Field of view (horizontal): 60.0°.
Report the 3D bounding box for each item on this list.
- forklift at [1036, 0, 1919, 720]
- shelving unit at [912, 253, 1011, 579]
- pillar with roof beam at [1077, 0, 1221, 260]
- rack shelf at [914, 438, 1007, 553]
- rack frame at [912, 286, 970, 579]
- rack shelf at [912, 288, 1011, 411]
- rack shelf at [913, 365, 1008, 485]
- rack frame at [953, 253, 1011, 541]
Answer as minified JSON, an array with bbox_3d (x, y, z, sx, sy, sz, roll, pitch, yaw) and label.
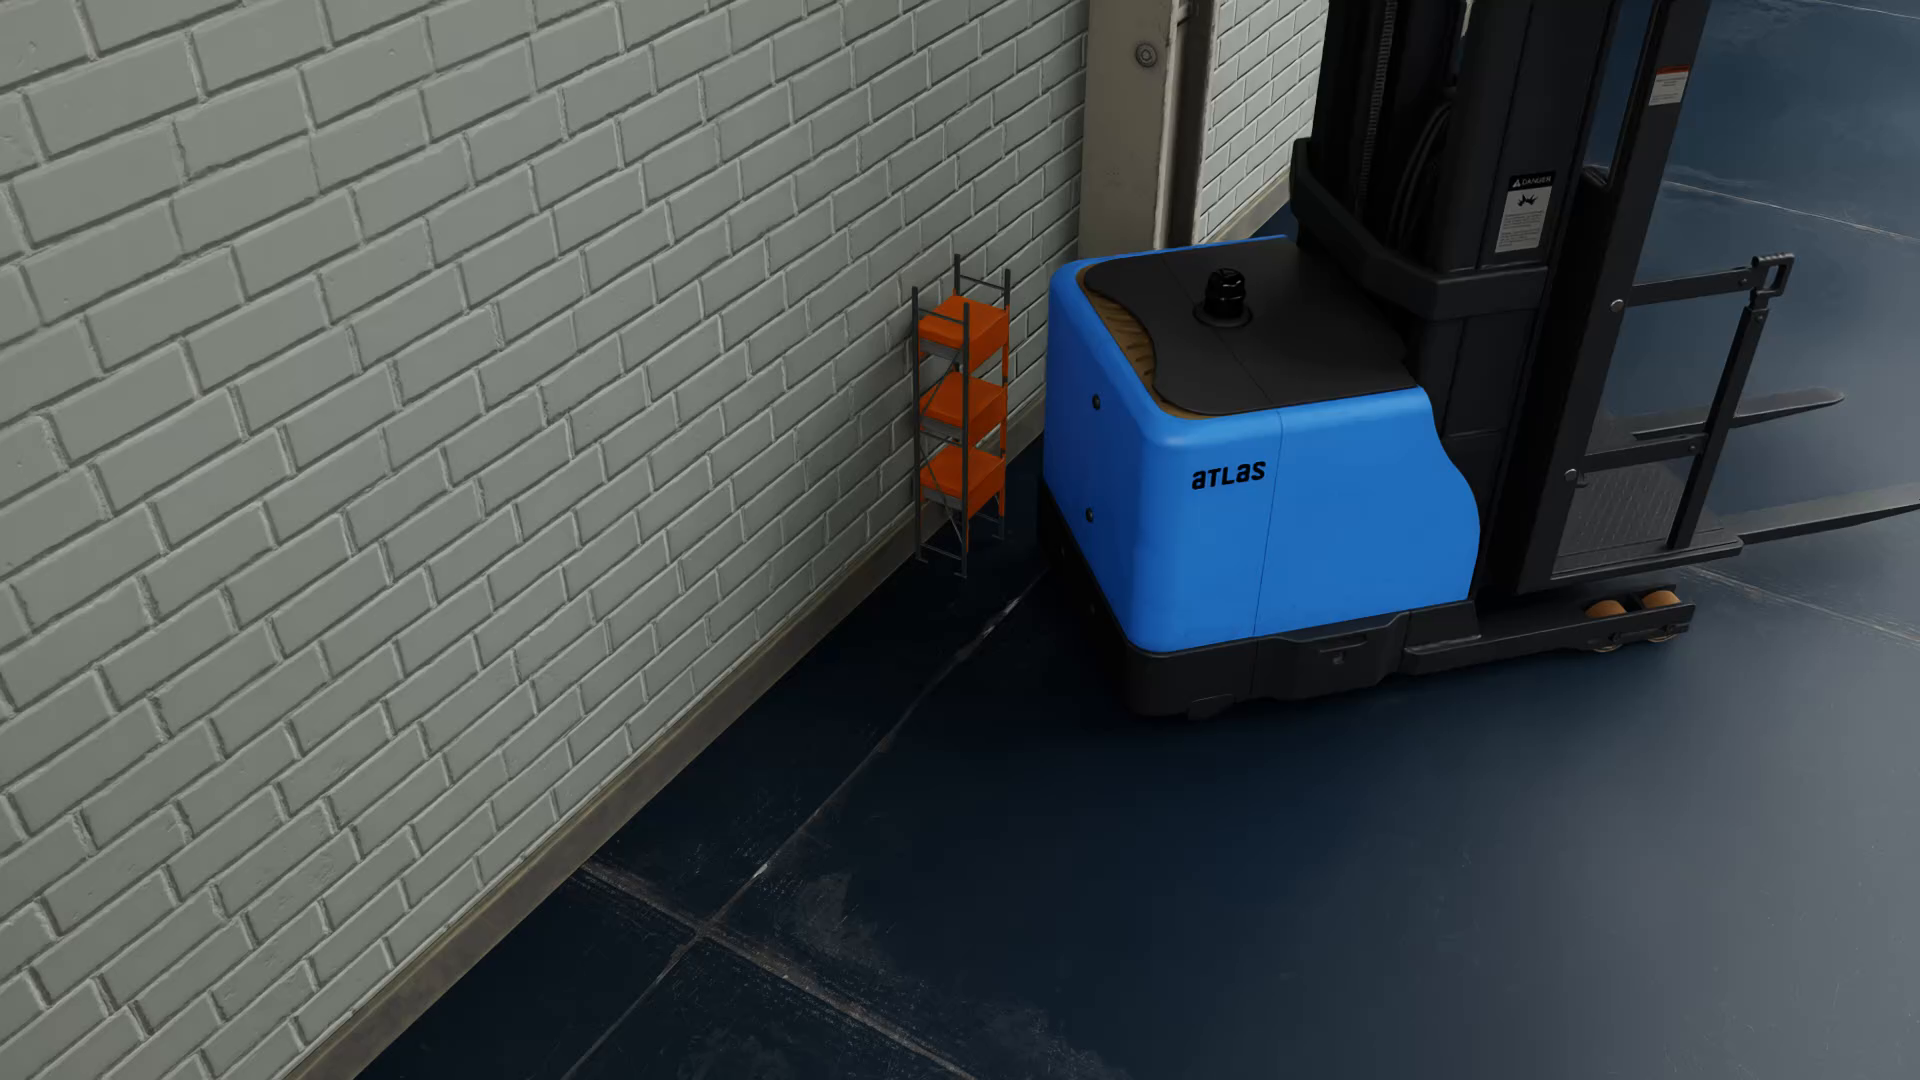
[{"bbox_3d":[1.836,-1.108,4.786,3.031,2.935,1.130,-9,39,-12],"label":"forklift"},{"bbox_3d":[0.003,-0.383,5.385,0.215,1.050,0.252,21,42,24],"label":"shelving unit"},{"bbox_3d":[4.296,-2.768,1.969,9.100,9.000,0.400,21,42,25],"label":"pillar with roof beam"},{"bbox_3d":[0.001,-0.155,5.562,0.215,0.259,0.240,21,42,24],"label":"rack shelf"},{"bbox_3d":[-0.061,-0.319,5.303,0.200,1.050,0.008,21,42,24],"label":"rack frame"},{"bbox_3d":[0.004,-0.599,5.218,0.215,0.259,0.240,21,42,24],"label":"rack shelf"},{"bbox_3d":[0.003,-0.374,5.392,0.215,0.259,0.240,21,42,24],"label":"rack shelf"},{"bbox_3d":[0.067,-0.446,5.468,0.200,1.050,0.008,21,42,24],"label":"rack frame"}]
